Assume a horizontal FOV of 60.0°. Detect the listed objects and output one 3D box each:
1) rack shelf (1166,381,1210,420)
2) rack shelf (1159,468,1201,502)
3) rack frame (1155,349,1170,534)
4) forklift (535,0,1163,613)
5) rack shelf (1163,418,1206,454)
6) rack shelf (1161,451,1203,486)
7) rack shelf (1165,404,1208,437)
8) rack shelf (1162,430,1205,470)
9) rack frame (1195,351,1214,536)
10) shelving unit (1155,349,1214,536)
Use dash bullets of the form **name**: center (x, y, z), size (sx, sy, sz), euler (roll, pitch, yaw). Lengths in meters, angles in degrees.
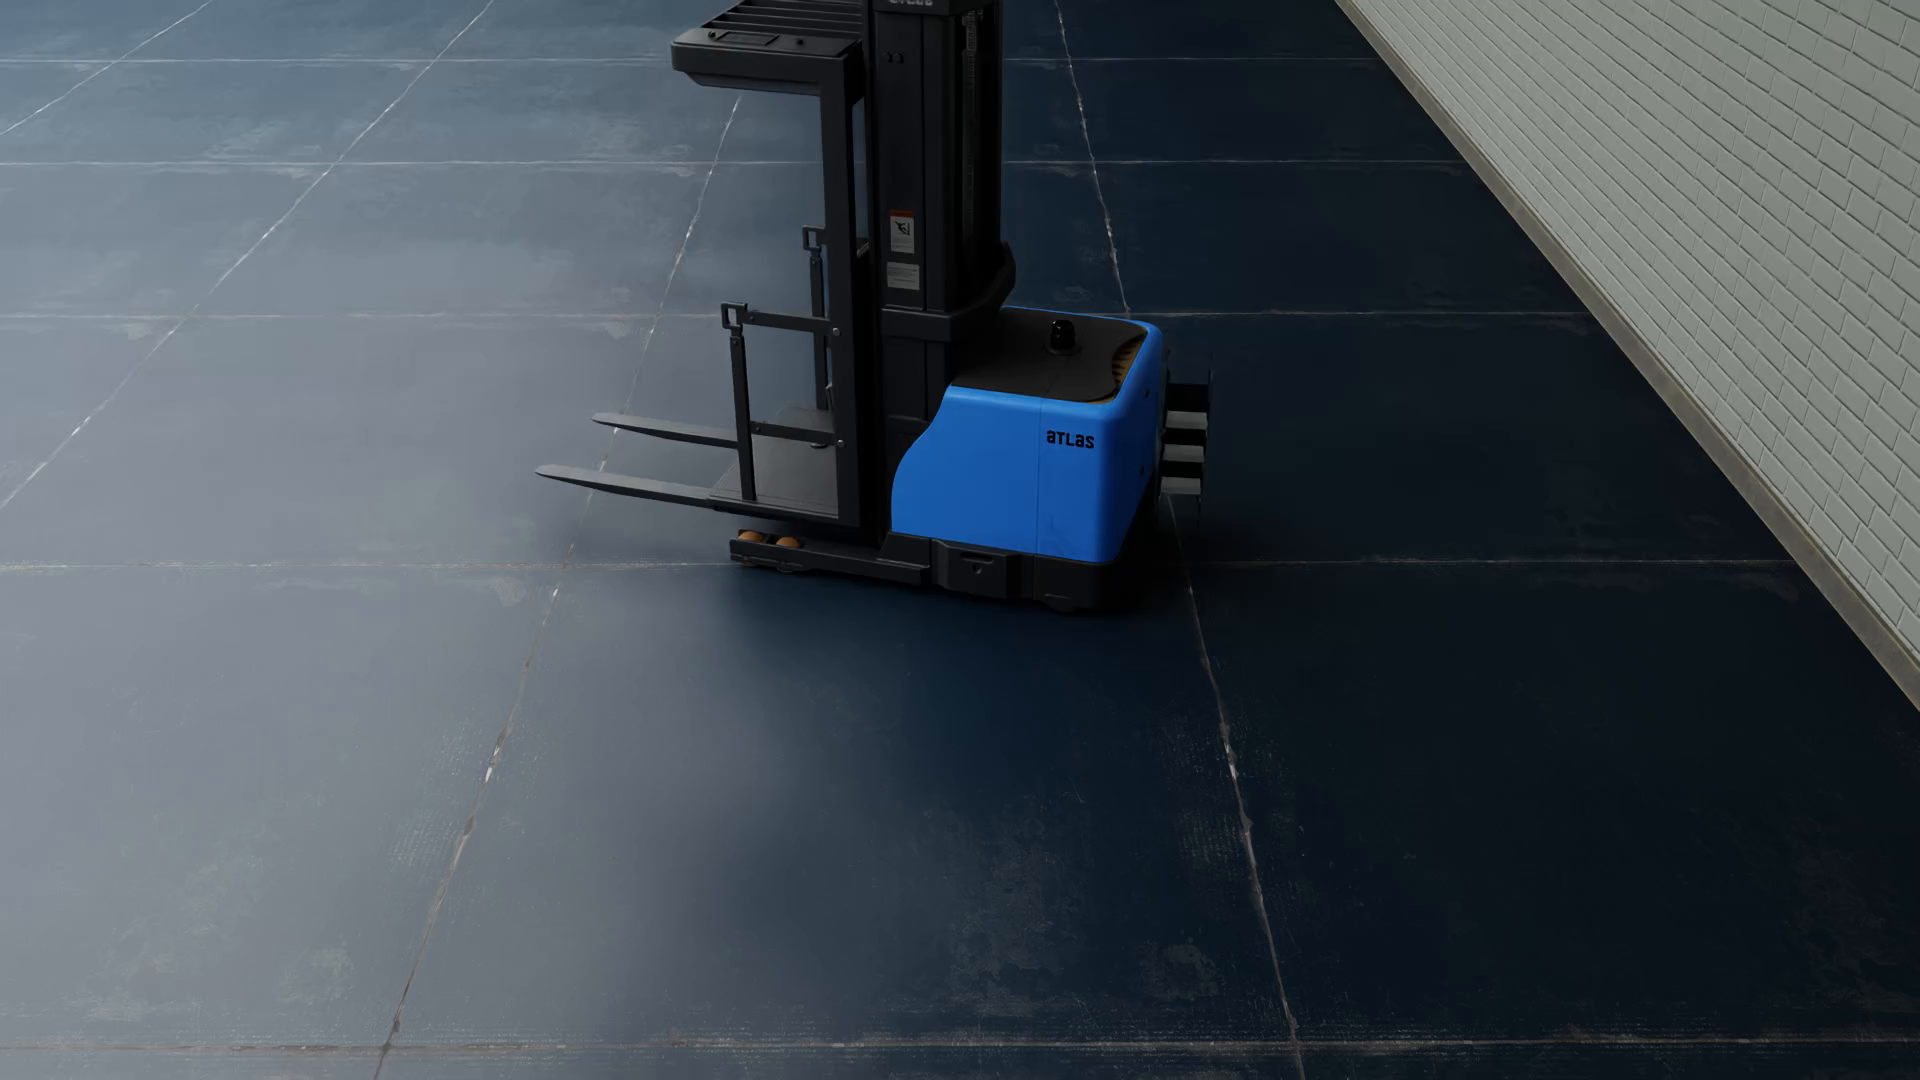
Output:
- **rack shelf**: center (1.098, -0.673, 8.034), size (0.200, 0.077, 0.258), euler (3, 31, 5)
- **rack shelf**: center (1.093, -0.289, 8.268), size (0.200, 0.077, 0.258), euler (3, 31, 5)
- **rack frame**: center (0.994, -0.477, 8.165), size (0.006, 0.900, 0.240), euler (3, 31, 5)
- **forklift**: center (-0.604, -1.347, 7.645), size (3.031, 2.935, 1.130), euler (9, 32, 14)
- **rack shelf**: center (1.096, -0.520, 8.128), size (0.200, 0.077, 0.258), euler (3, 31, 5)
- **rack shelf**: center (1.094, -0.366, 8.221), size (0.200, 0.077, 0.258), euler (3, 31, 5)
- **rack shelf**: center (1.097, -0.597, 8.081), size (0.200, 0.077, 0.258), euler (3, 31, 5)
- **rack shelf**: center (1.095, -0.443, 8.174), size (0.200, 0.077, 0.258), euler (3, 31, 5)
- **rack frame**: center (1.197, -0.465, 8.149), size (0.006, 0.900, 0.240), euler (3, 31, 5)
- **shelving unit**: center (1.096, -0.471, 8.157), size (0.210, 0.900, 0.258), euler (3, 31, 5)
